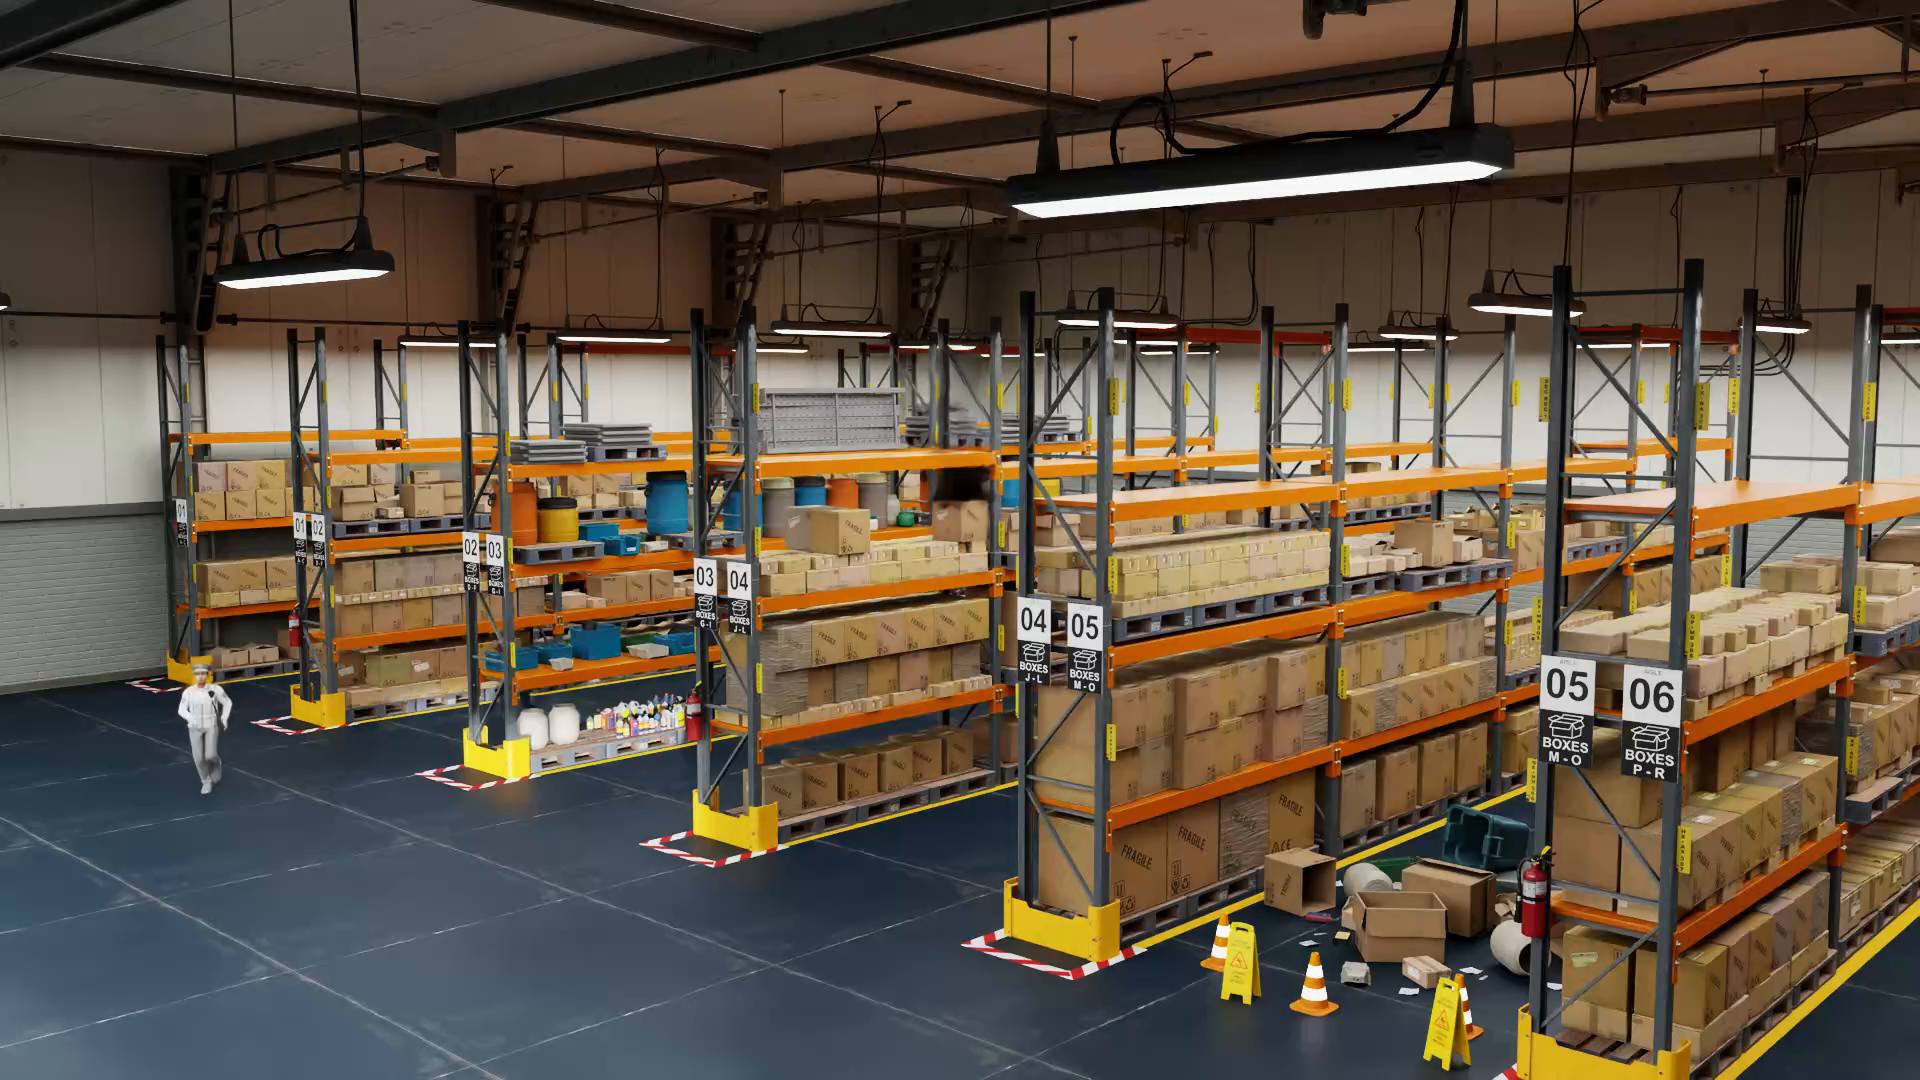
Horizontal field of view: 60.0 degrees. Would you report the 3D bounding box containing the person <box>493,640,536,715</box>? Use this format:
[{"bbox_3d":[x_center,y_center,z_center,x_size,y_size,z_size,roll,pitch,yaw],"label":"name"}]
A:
[{"bbox_3d":[3.749,1.144,23.166,19.130,3.412,9.865,3,6,32],"label":"person"}]

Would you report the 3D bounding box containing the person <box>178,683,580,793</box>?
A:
[{"bbox_3d":[-7.538,2.396,22.084,5.042,1.407,1.296,-2,6,-16],"label":"person"}]
